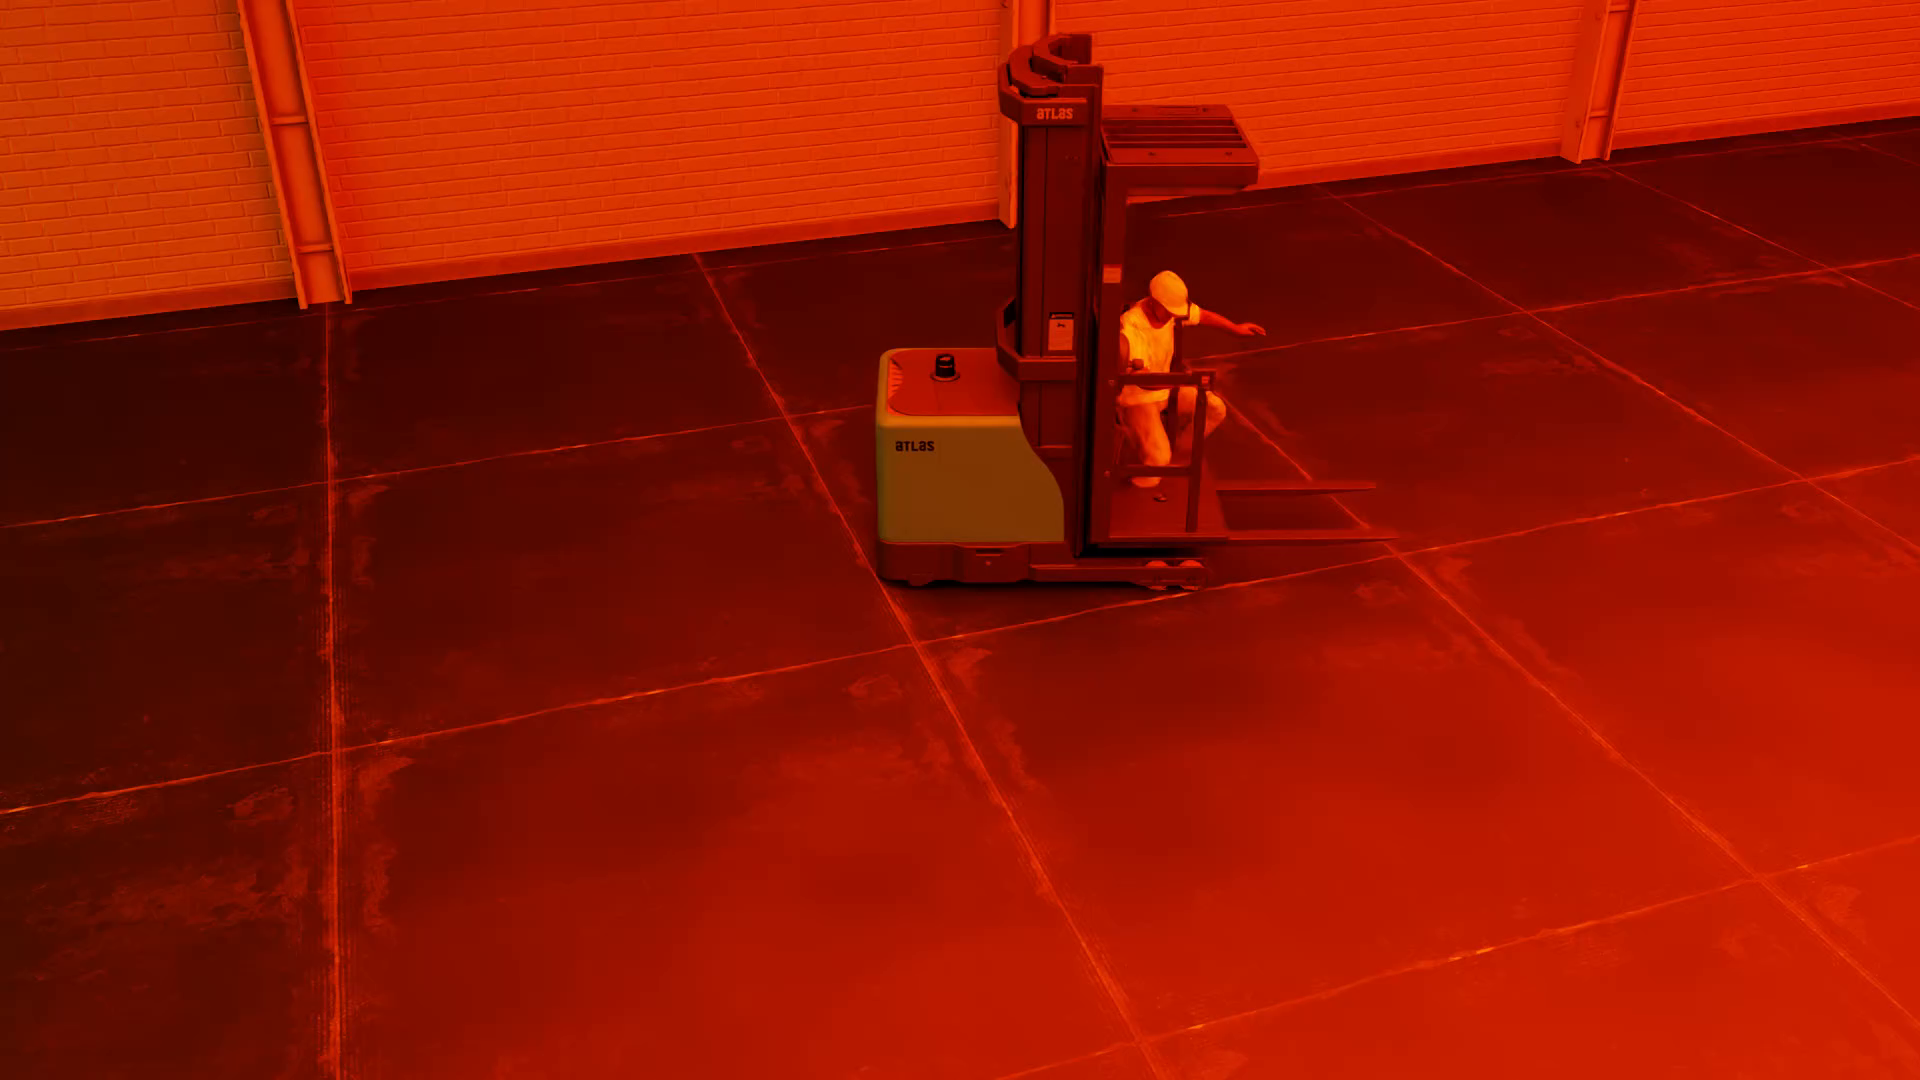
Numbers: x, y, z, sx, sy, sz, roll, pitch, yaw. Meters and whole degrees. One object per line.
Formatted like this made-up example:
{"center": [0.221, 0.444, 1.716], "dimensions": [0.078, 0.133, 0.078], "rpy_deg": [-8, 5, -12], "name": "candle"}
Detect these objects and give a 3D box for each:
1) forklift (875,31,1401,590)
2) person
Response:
{"center": [1.032, -1.250, 9.259], "dimensions": [3.031, 2.935, 1.130], "rpy_deg": [0, 30, -1], "name": "forklift"}
{"center": [1.260, -0.864, 9.951], "dimensions": [0.737, 1.545, 1.076], "rpy_deg": [23, 37, 35], "name": "person"}
